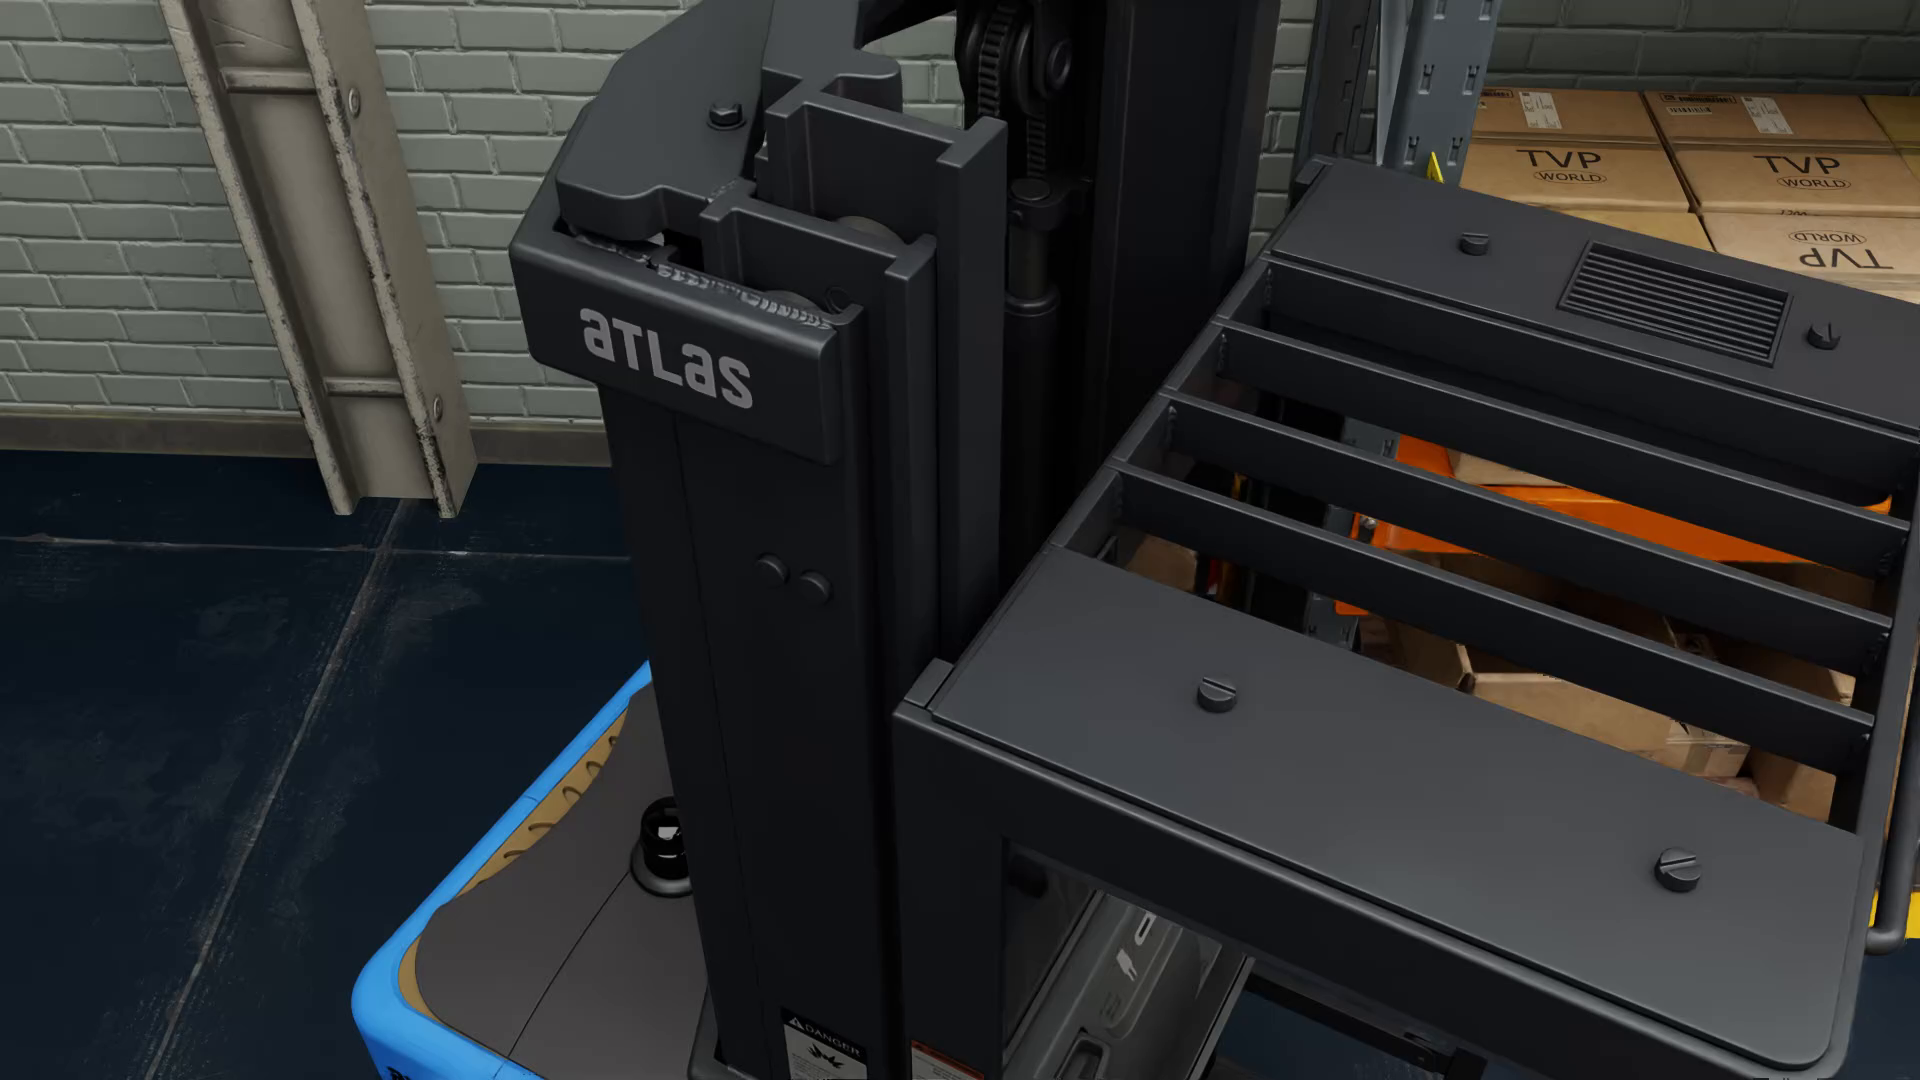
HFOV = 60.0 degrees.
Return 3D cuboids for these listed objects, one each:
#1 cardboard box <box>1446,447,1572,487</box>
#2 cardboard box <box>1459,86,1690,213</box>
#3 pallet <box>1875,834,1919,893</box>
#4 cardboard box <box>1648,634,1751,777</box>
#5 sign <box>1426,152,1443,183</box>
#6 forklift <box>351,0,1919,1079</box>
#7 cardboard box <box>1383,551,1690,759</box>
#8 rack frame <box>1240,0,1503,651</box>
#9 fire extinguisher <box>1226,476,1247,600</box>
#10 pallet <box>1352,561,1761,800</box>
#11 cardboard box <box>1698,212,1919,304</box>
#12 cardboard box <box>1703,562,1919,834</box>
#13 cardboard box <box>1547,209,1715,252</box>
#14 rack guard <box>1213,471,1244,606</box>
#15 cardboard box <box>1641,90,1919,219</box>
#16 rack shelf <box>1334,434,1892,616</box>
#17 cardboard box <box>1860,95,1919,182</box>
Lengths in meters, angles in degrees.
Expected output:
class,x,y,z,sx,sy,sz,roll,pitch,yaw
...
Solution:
class,x,y,z,sx,sy,sz,roll,pitch,yaw
cardboard box,1.164,-0.293,3.549,0.250,0.149,0.380,1,43,2
cardboard box,1.319,-0.803,3.803,0.500,0.250,0.500,3,43,3
pallet,2.936,0.504,4.555,1.213,0.211,1.003,2,43,2
cardboard box,1.877,0.430,4.371,0.250,0.149,0.380,0,43,0
sign,0.823,-0.529,2.983,0.005,0.325,0.100,2,43,2
forklift,0.470,0.676,2.375,3.031,2.935,1.130,20,47,20
cardboard box,1.454,0.261,4.293,0.637,0.503,0.797,0,43,0
rack frame,0.848,-0.582,3.674,0.127,3.000,1.000,2,43,2
fire extinguisher,0.680,-0.107,3.495,0.183,0.674,0.296,2,43,2
pallet,1.720,0.464,4.597,1.213,0.211,1.003,2,43,2
cardboard box,1.792,-0.423,3.396,0.500,0.250,0.500,2,43,2
cardboard box,2.307,0.315,4.237,0.500,0.500,0.700,3,43,4
cardboard box,1.289,-0.439,3.412,0.500,0.250,0.500,2,43,2
rack guard,0.924,0.335,4.524,0.348,0.500,1.175,2,43,2
cardboard box,1.834,-0.786,3.785,0.500,0.250,0.500,2,43,2
rack shelf,2.846,-0.258,3.854,4.000,0.370,1.077,2,43,2
cardboard box,2.329,-0.768,3.765,0.500,0.250,0.500,3,43,3
